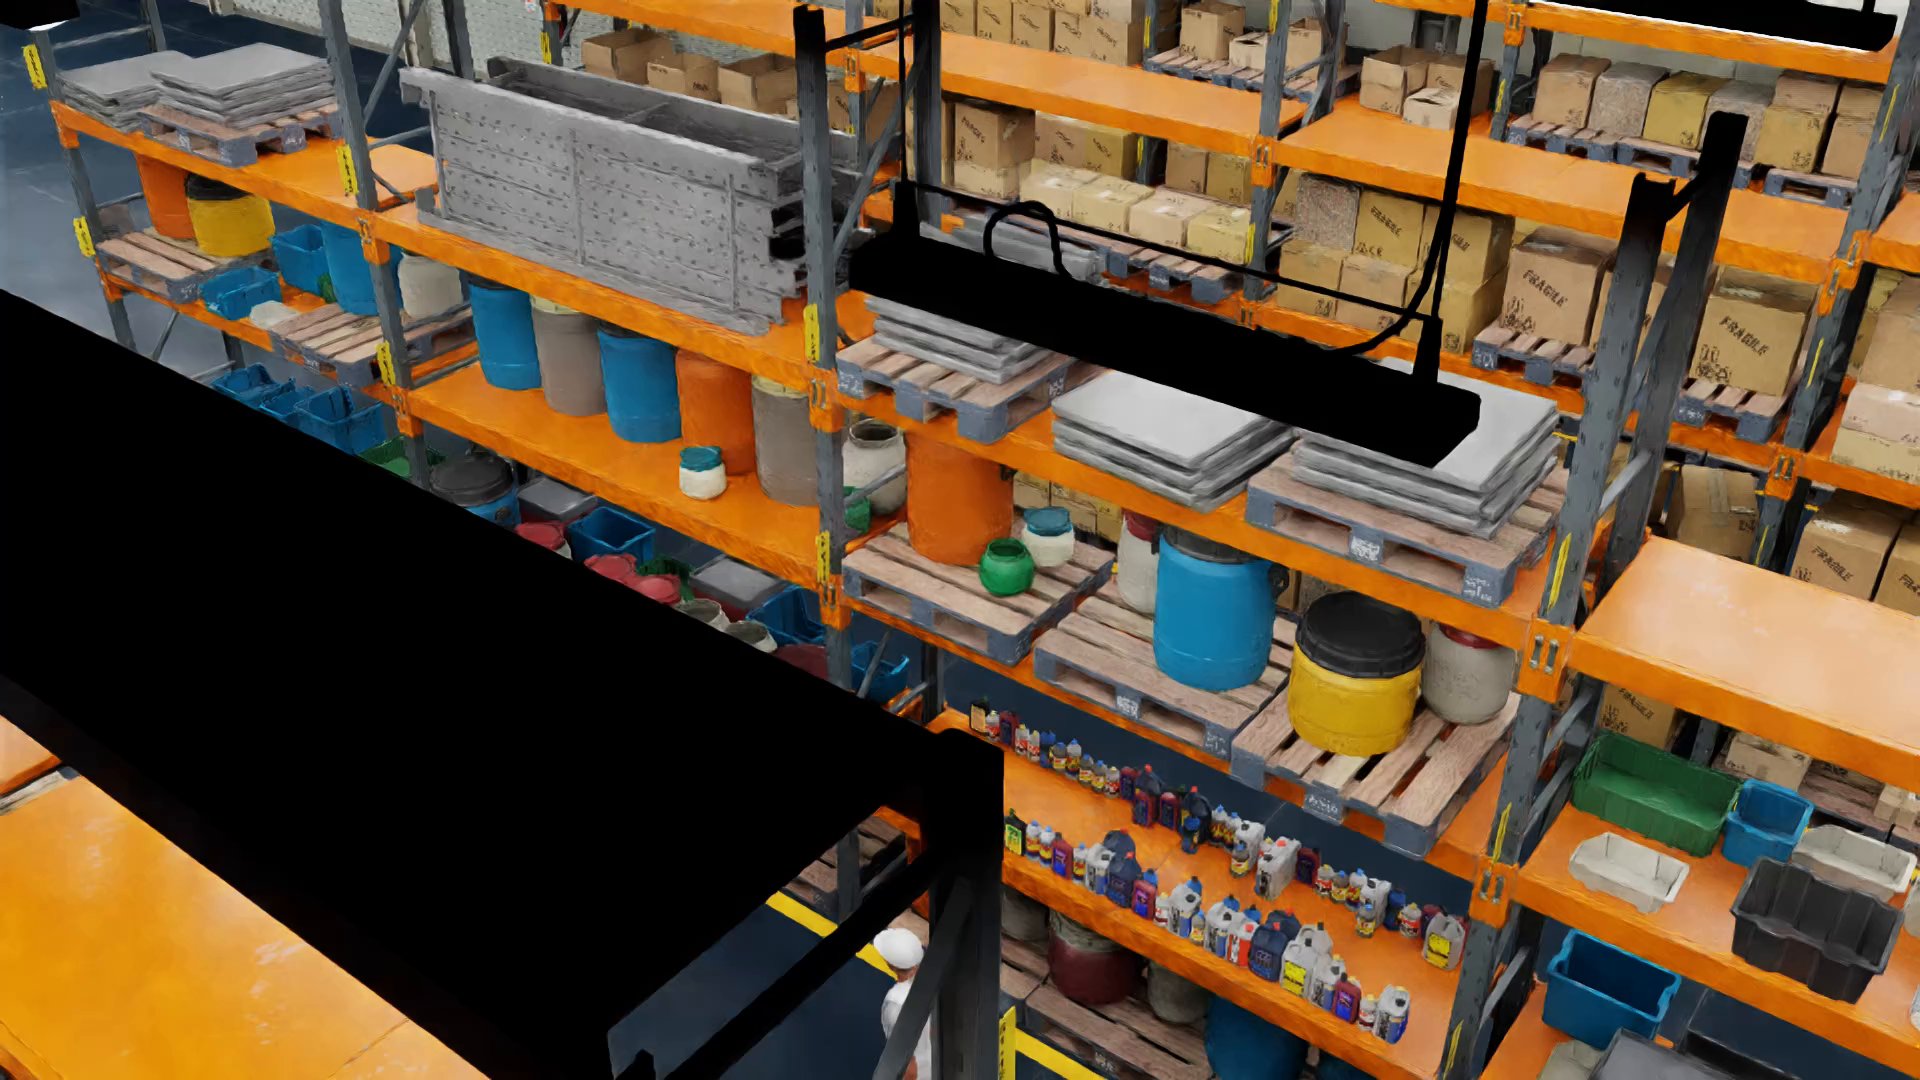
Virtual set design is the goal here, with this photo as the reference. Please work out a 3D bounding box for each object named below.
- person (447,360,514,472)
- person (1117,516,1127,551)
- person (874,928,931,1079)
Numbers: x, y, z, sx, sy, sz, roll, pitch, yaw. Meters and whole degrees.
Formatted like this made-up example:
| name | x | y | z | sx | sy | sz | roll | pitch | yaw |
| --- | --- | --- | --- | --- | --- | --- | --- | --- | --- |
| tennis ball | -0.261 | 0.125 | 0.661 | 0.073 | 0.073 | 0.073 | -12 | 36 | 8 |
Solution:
| name | x | y | z | sx | sy | sz | roll | pitch | yaw |
| --- | --- | --- | --- | --- | --- | --- | --- | --- | --- |
| person | -4.615 | -1.421 | 15.899 | 0.593 | 1.758 | 0.476 | 4 | 32 | 6 |
| person | 1.566 | 0.158 | 13.316 | 0.628 | 1.773 | 0.497 | 5 | 32 | 8 |
| person | -0.264 | 2.781 | 9.060 | 1.125 | 1.708 | 0.557 | 20 | 37 | 30 |
